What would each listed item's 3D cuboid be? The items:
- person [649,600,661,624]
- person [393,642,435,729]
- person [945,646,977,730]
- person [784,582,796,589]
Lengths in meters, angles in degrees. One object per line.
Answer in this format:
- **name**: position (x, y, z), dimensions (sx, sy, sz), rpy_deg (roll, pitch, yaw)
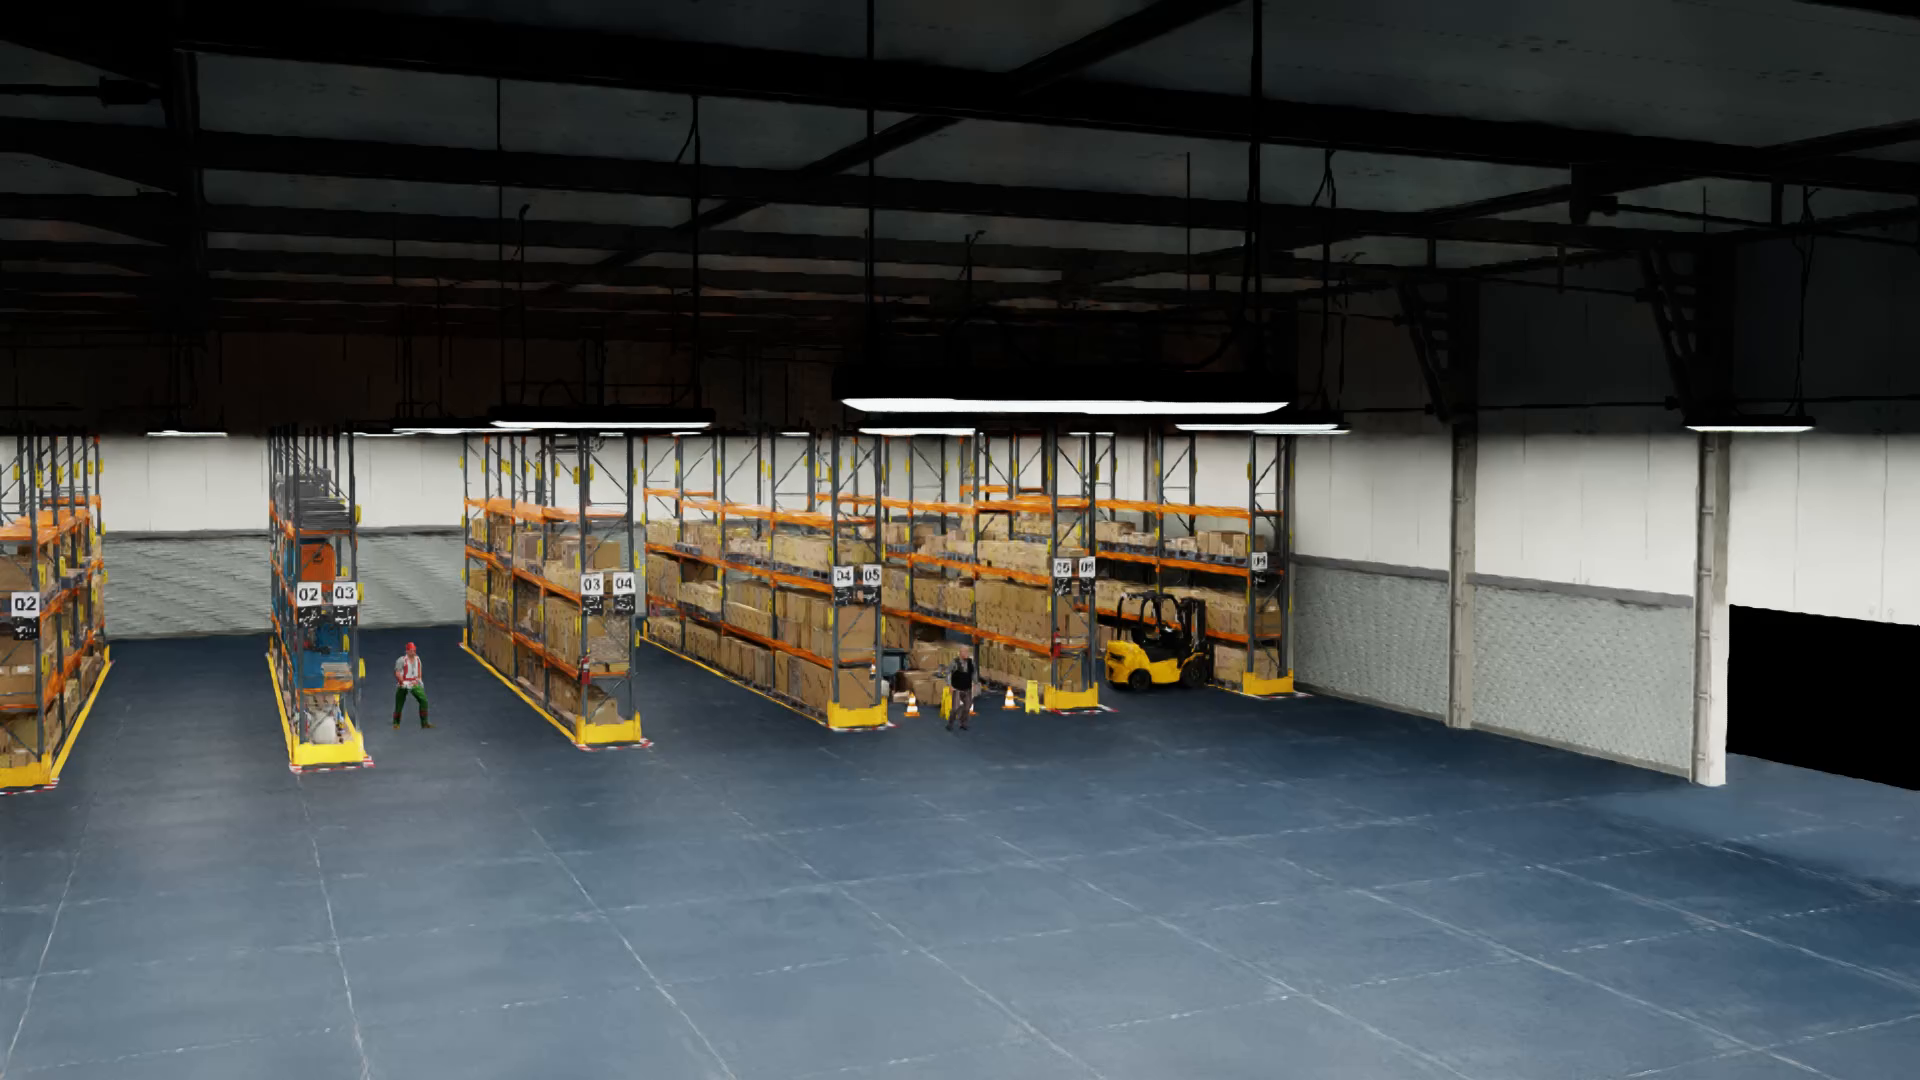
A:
- **person**: position (-9.159, 1.854, 49.857), dimensions (0.507, 1.658, 0.533), rpy_deg (1, 4, 12)
- **person**: position (-10.818, 2.856, 32.681), dimensions (0.678, 1.725, 0.788), rpy_deg (-3, 5, -43)
- **person**: position (0.018, 2.904, 32.576), dimensions (0.677, 1.671, 0.534), rpy_deg (-2, 4, -25)
- **person**: position (-5.229, 1.762, 51.734), dimensions (0.558, 1.587, 0.411), rpy_deg (3, 4, 36)
